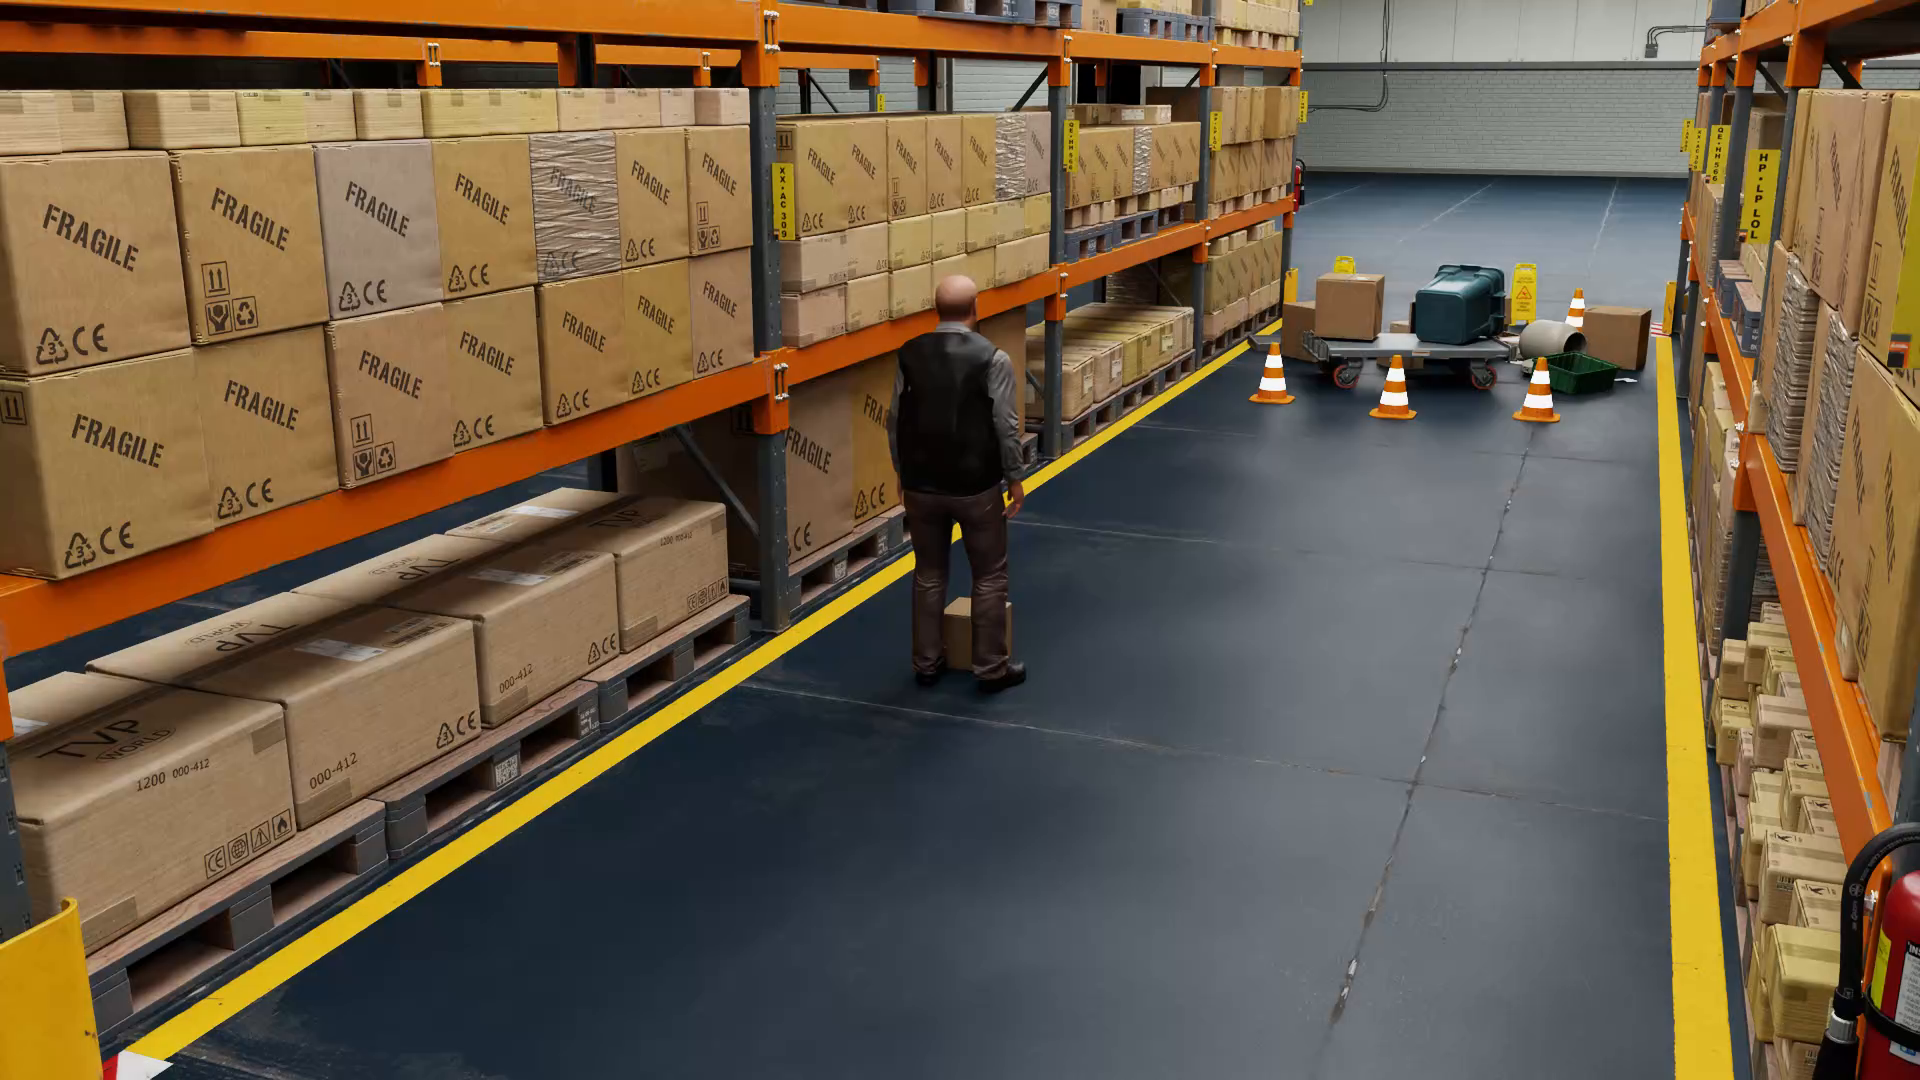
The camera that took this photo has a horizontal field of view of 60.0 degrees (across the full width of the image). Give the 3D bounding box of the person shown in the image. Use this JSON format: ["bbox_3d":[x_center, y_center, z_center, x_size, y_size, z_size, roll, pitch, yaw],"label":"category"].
[{"bbox_3d":[-0.015,-0.229,6.901,0.580,1.721,0.367,6,16,21],"label":"person"}]
